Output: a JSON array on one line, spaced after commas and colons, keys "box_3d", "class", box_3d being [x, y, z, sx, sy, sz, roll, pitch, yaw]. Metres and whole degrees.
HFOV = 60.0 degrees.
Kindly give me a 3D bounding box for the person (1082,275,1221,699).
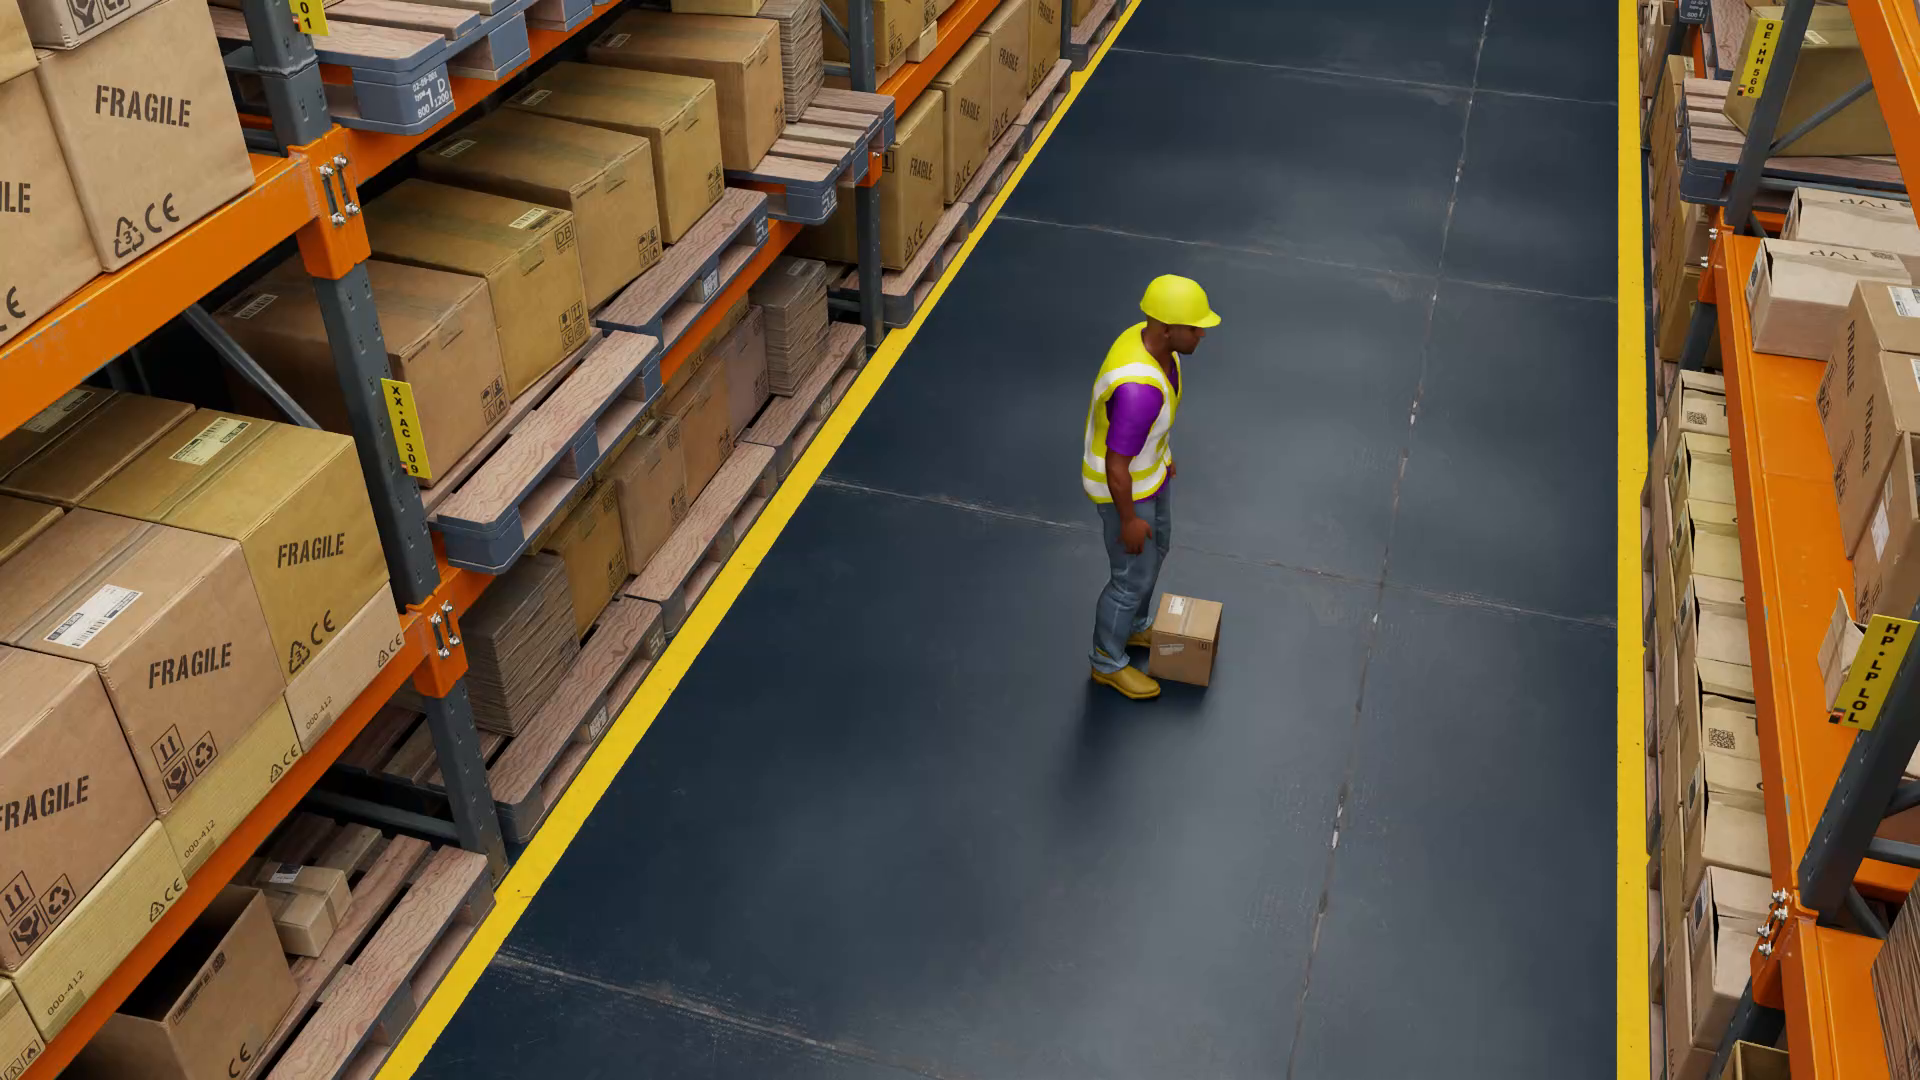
[{"box_3d": [0.708, -0.226, 6.436, 0.458, 1.761, 0.626, 11, 38, 14], "class": "person"}]
